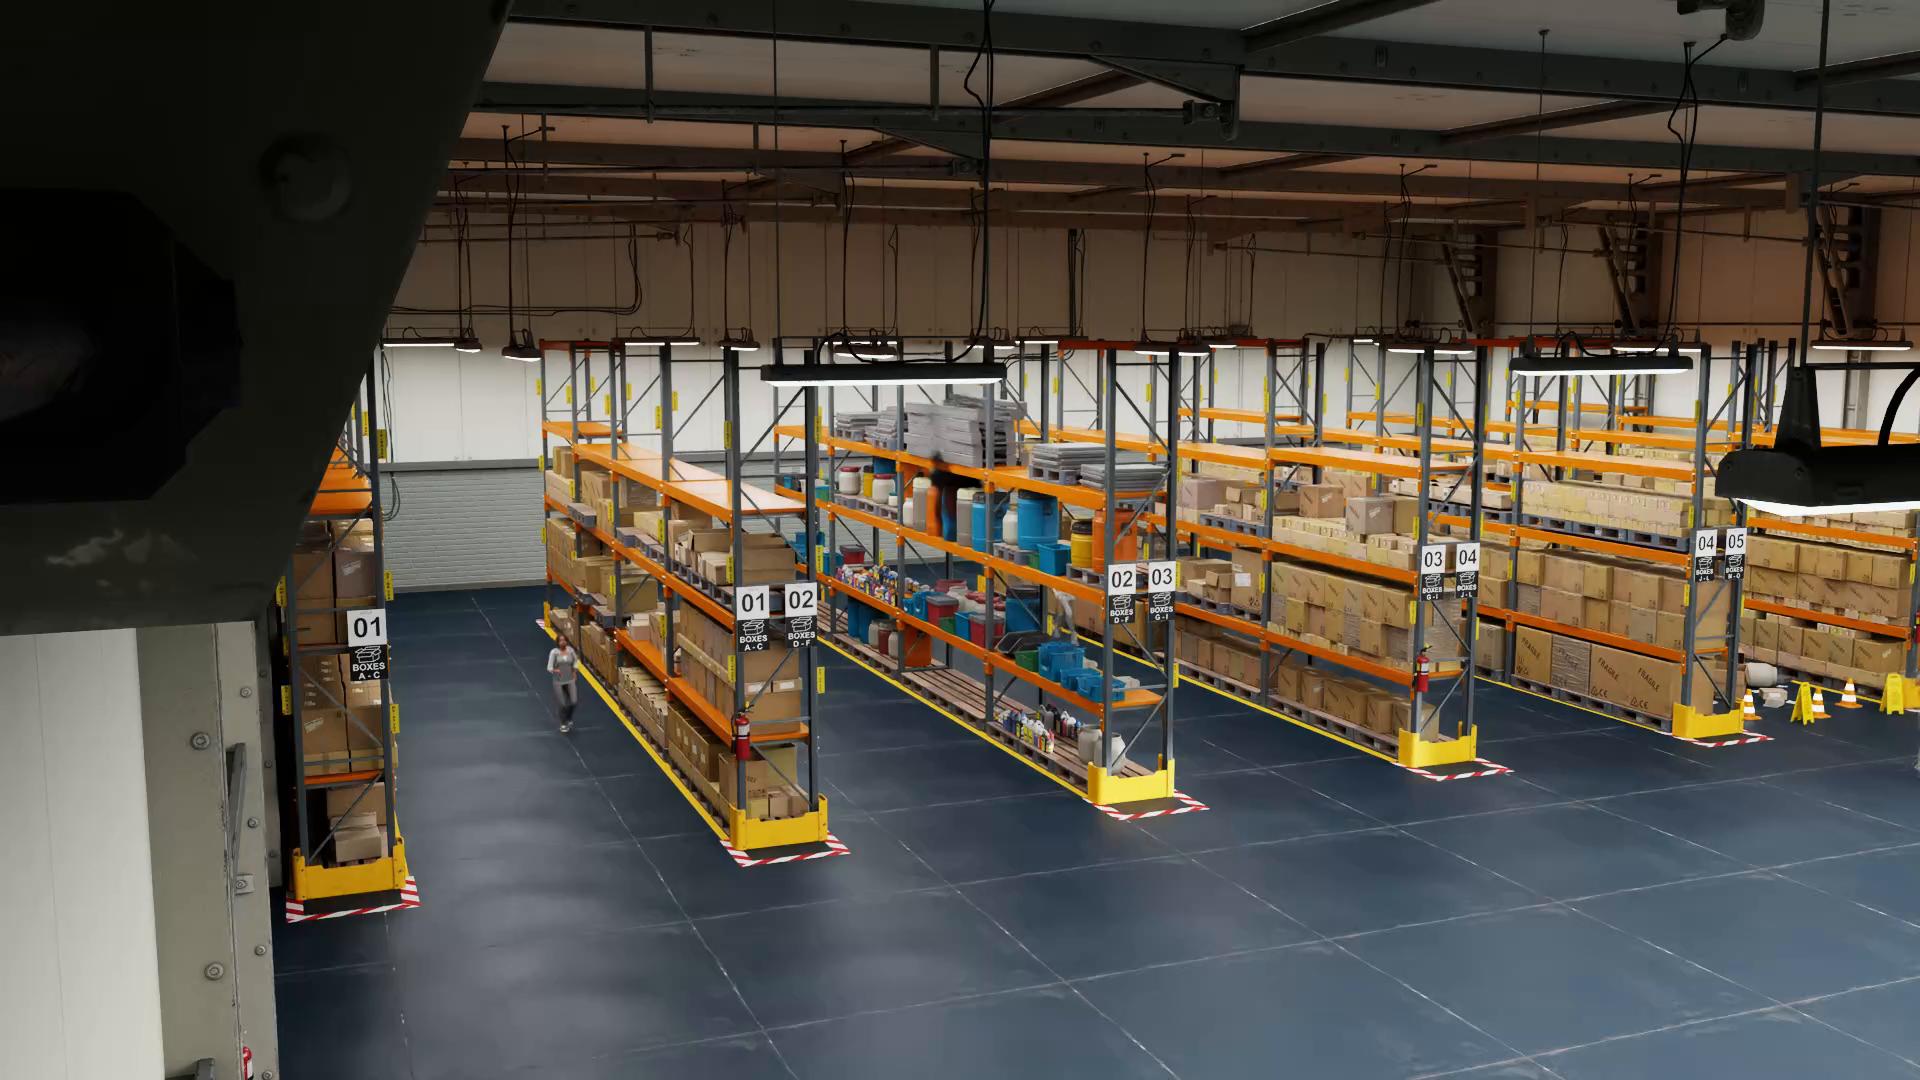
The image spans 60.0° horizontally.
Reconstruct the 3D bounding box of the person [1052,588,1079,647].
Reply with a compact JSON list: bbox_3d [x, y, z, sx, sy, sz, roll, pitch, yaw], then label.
[{"bbox_3d":[2.063,1.158,32.070,0.617,1.657,1.005,-4,8,-26],"label":"person"}]

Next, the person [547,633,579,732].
[{"bbox_3d":[-6.089,2.216,25.657,0.521,1.561,0.570,-3,8,-25],"label":"person"}]
